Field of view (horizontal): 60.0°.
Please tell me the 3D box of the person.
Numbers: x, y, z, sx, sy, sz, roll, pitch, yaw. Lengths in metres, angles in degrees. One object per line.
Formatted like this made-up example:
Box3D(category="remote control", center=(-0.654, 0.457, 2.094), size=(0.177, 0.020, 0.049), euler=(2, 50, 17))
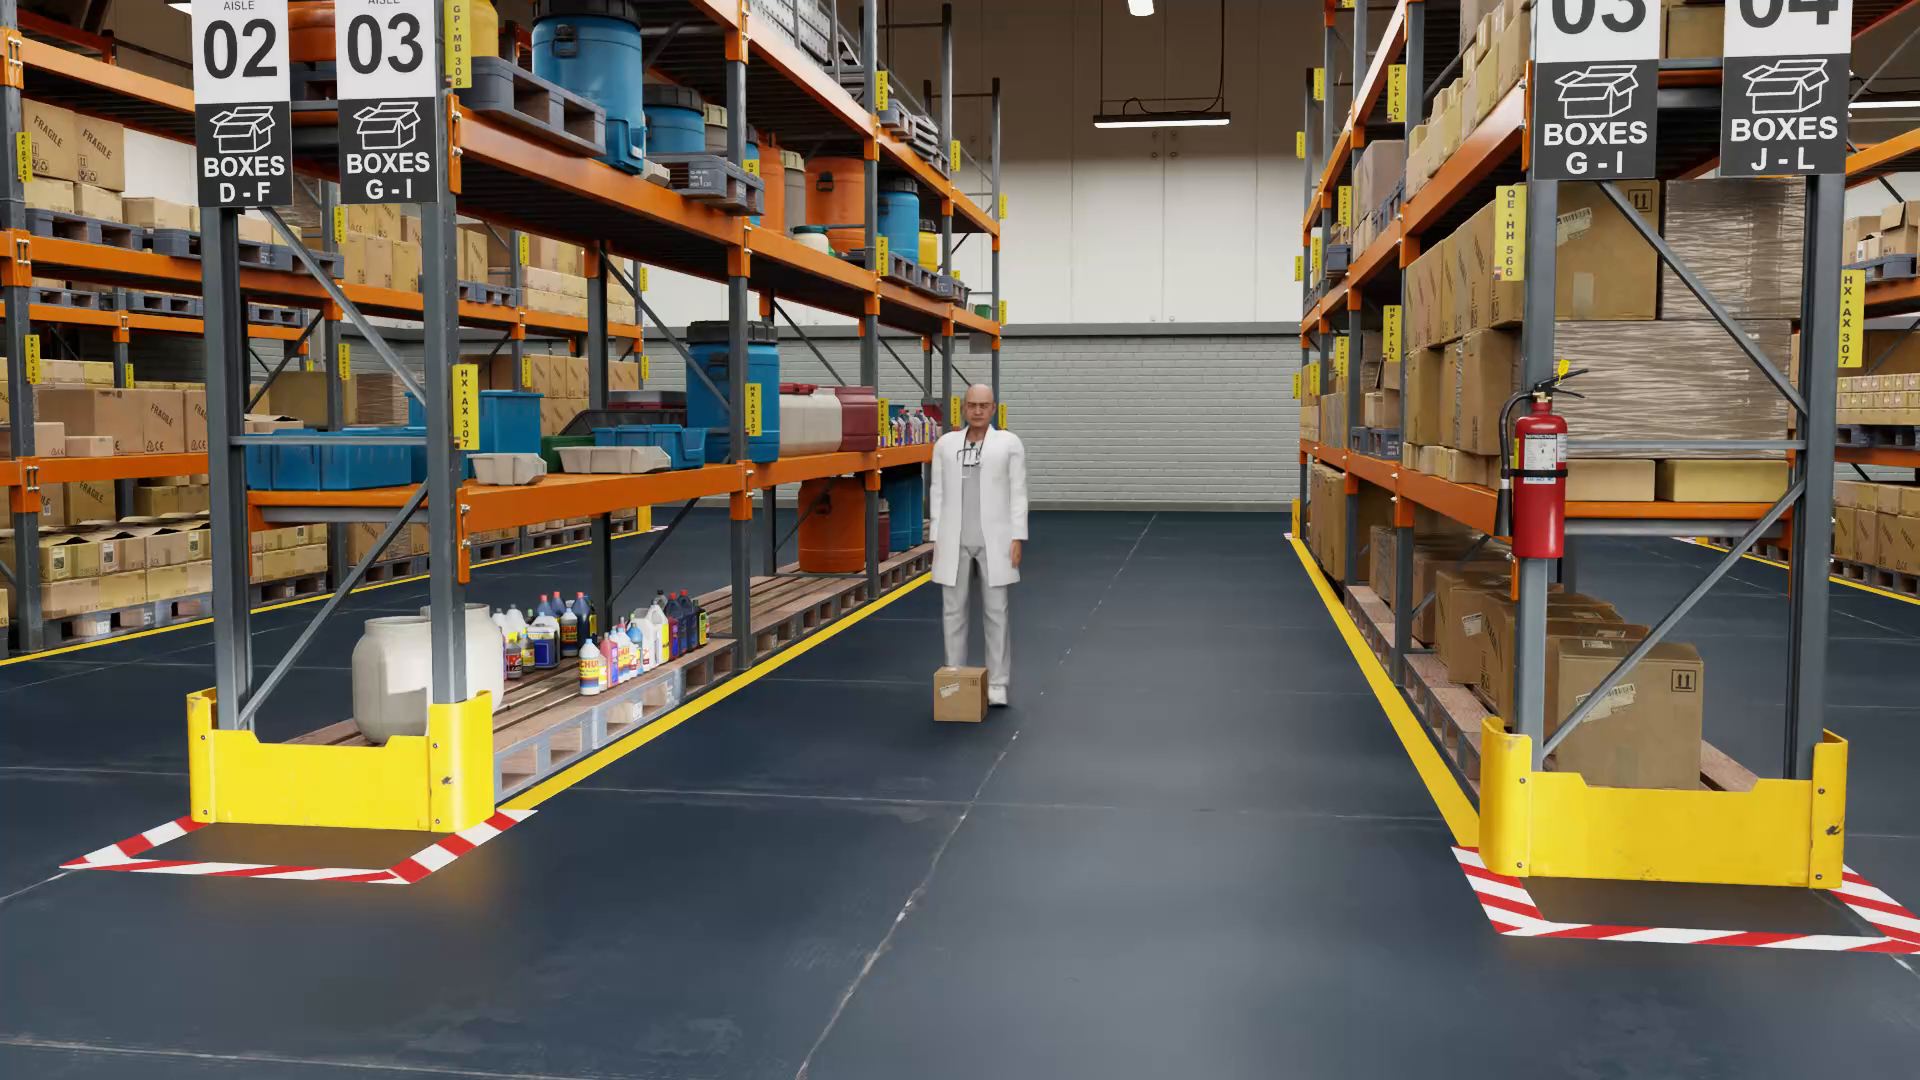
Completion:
Box3D(category="person", center=(0.099, 0.022, 9.289), size=(0.564, 1.780, 0.375), euler=(1, 4, 10))
